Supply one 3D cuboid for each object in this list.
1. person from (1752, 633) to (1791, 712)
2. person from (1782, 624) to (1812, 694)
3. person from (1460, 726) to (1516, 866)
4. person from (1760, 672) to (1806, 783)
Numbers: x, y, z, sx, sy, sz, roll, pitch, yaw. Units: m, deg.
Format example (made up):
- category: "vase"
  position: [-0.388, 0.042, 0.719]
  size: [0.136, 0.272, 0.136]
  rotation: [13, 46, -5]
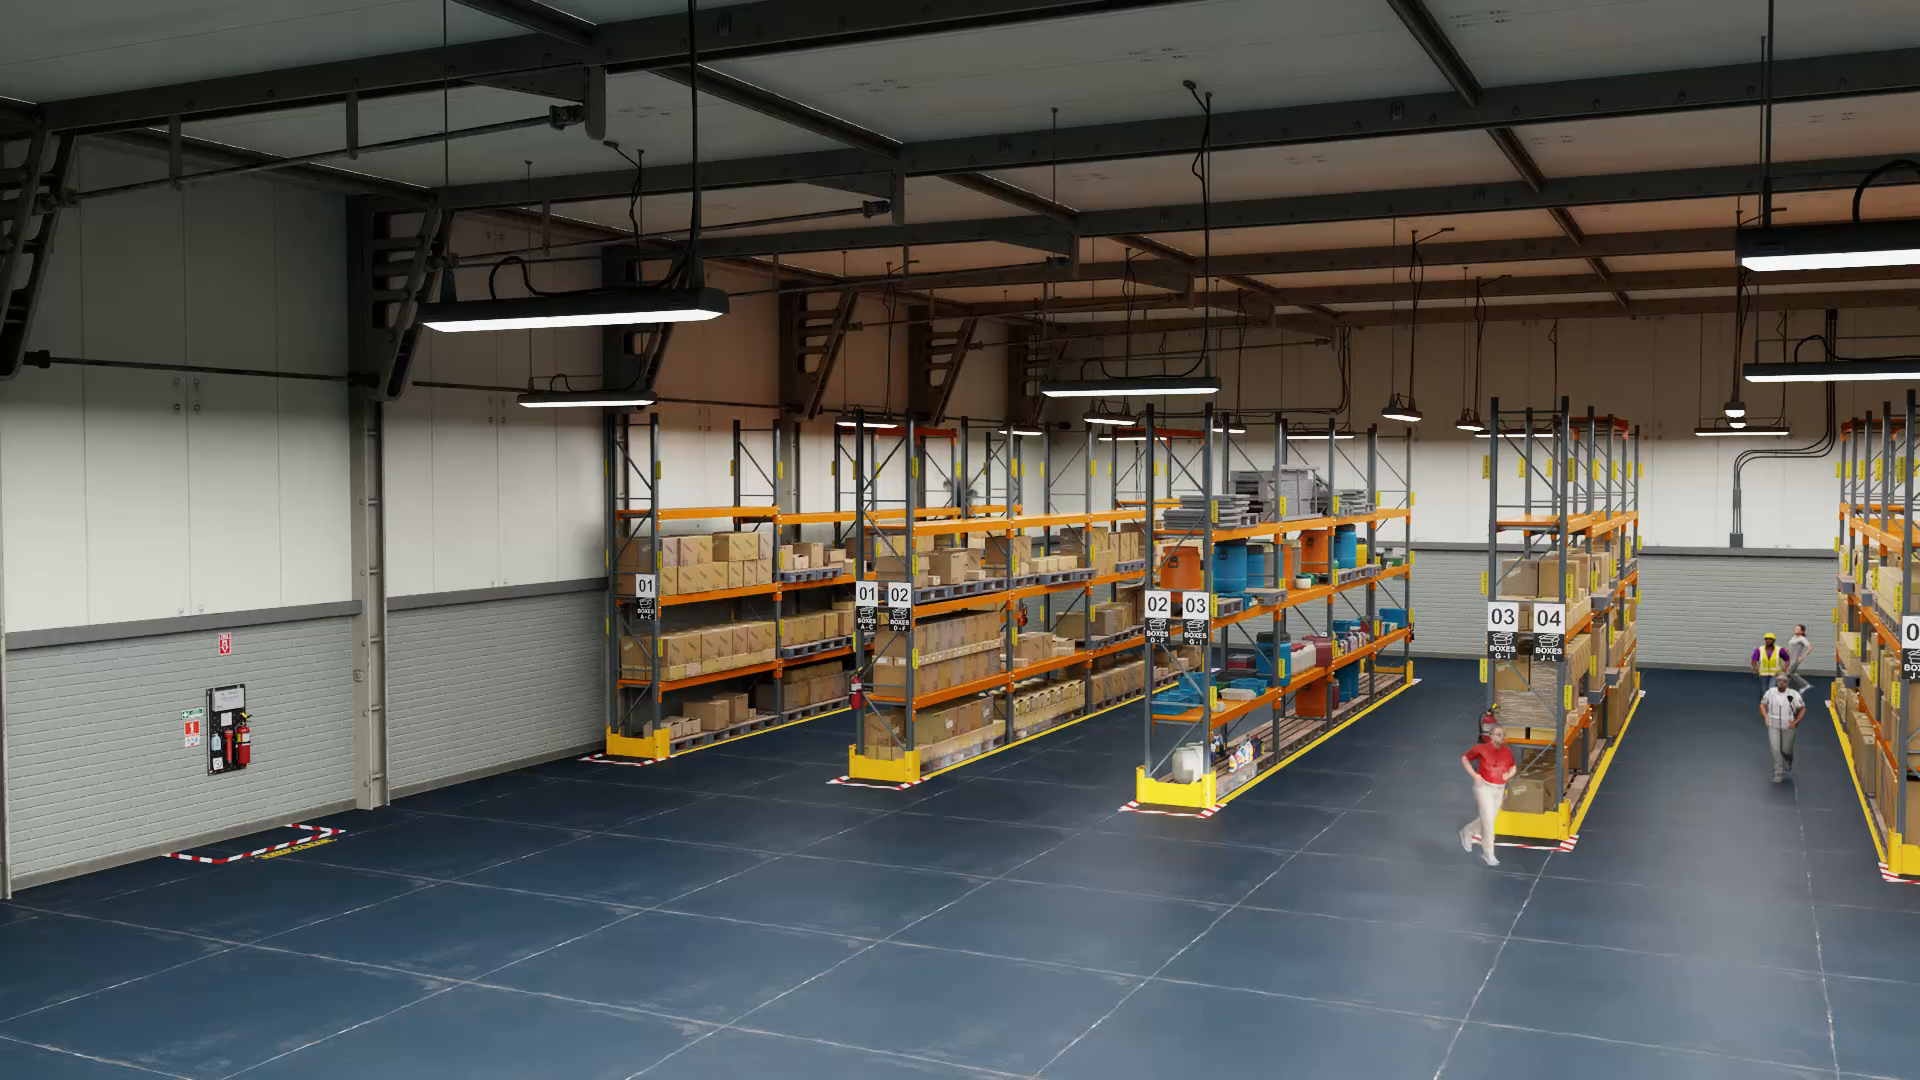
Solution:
- category: "person"
  position: [16.299, 2.738, 33.434]
  size: [0.706, 1.754, 0.782]
  rotation: [1, 3, 30]
- category: "person"
  position: [18.269, 2.644, 36.450]
  size: [0.873, 1.625, 0.626]
  rotation: [0, 2, 9]
- category: "person"
  position: [6.857, 3.263, 21.468]
  size: [0.693, 1.735, 0.898]
  rotation: [-1, 3, -18]
- category: "person"
  position: [13.313, 3.003, 26.935]
  size: [0.676, 1.770, 0.765]
  rotation: [1, 3, 31]
